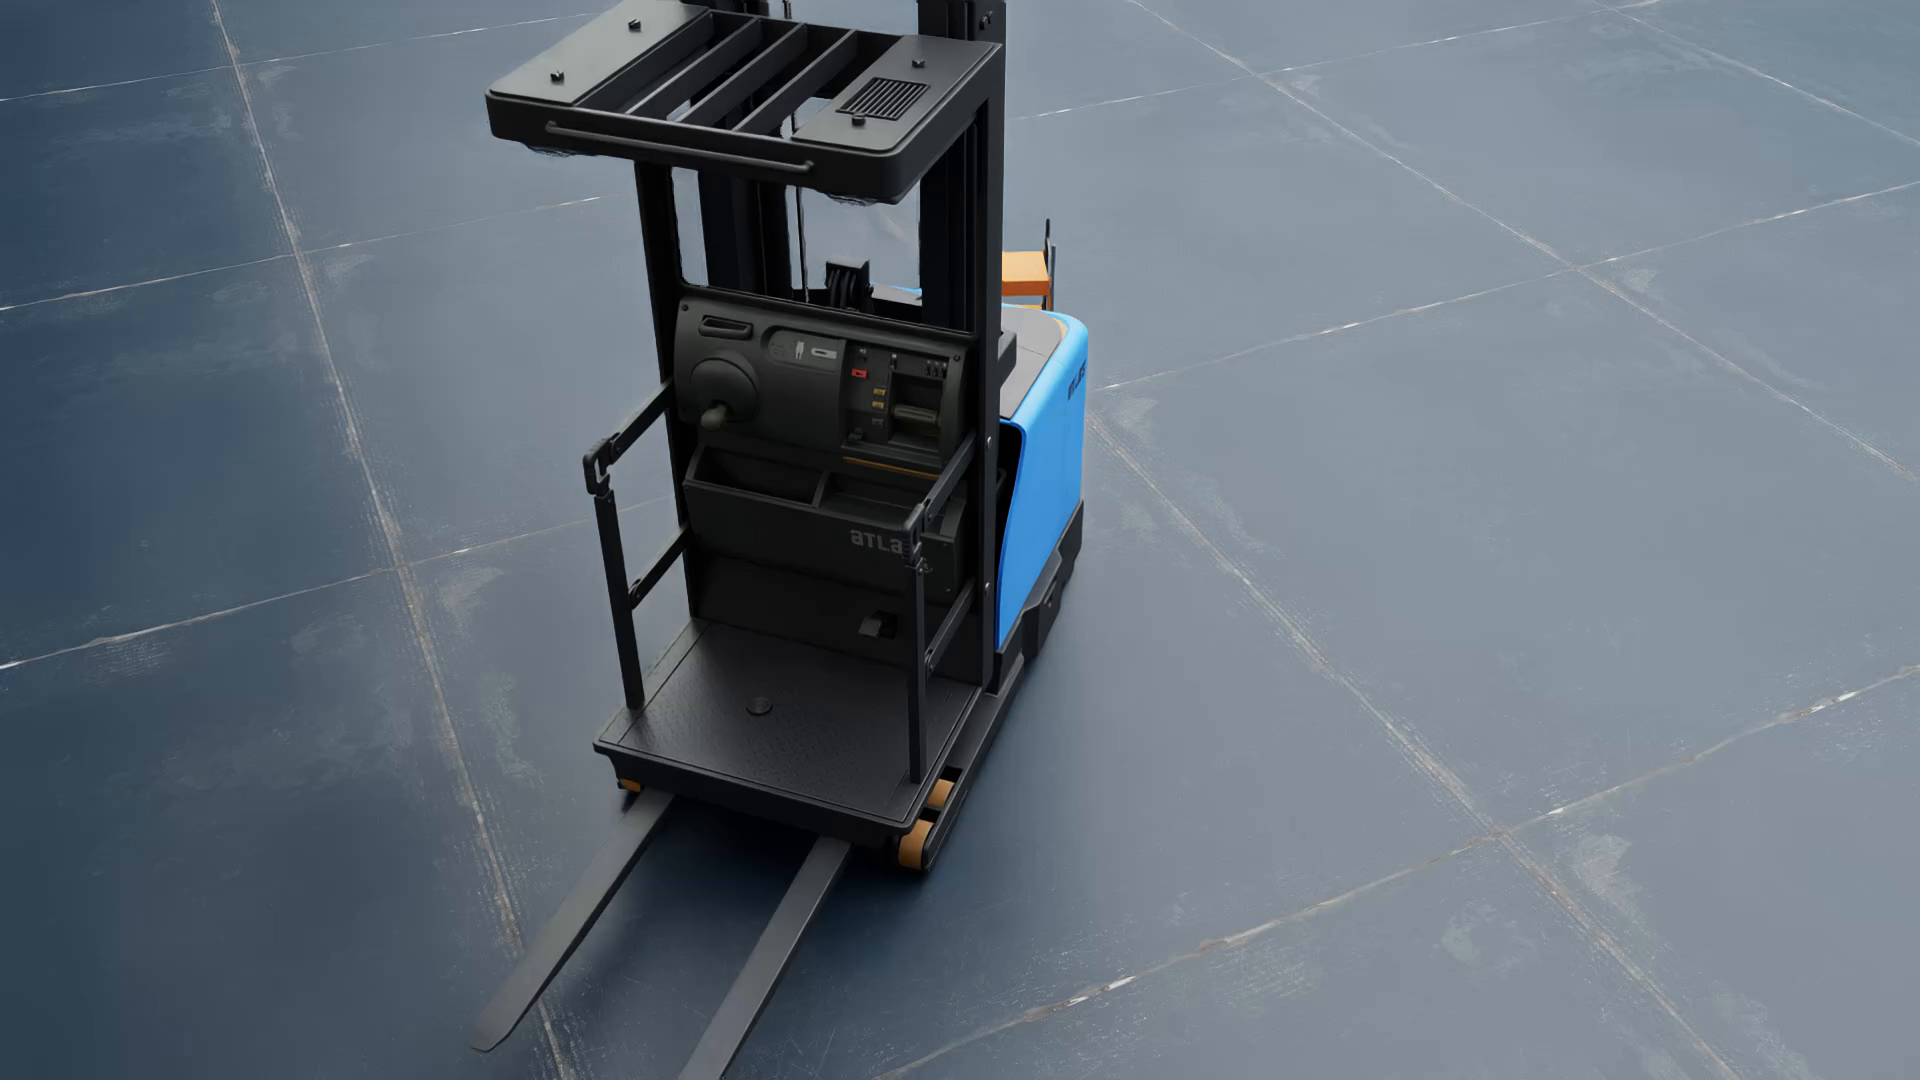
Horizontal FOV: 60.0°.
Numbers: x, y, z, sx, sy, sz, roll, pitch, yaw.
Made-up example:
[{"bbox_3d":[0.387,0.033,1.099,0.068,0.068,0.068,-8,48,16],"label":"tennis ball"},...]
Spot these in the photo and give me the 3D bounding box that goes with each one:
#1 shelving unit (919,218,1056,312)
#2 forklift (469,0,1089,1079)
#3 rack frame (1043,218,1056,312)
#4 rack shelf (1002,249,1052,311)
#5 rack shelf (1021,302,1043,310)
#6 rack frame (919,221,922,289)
[{"bbox_3d":[0.101,-0.682,6.663,0.503,1.200,0.258,-2,37,-2],"label":"shelving unit"},{"bbox_3d":[-0.503,-0.401,4.830,1.130,2.935,3.031,12,38,16],"label":"forklift"},{"bbox_3d":[0.344,-0.690,6.673,0.015,1.200,0.240,-2,37,-2],"label":"rack frame"},{"bbox_3d":[0.101,-0.998,6.429,0.480,0.148,0.258,-2,37,-2],"label":"rack shelf"},{"bbox_3d":[0.101,-0.808,6.570,0.480,0.148,0.258,-2,37,-2],"label":"rack shelf"},{"bbox_3d":[-0.143,-0.675,6.652,0.015,1.200,0.240,-2,37,-2],"label":"rack frame"}]
